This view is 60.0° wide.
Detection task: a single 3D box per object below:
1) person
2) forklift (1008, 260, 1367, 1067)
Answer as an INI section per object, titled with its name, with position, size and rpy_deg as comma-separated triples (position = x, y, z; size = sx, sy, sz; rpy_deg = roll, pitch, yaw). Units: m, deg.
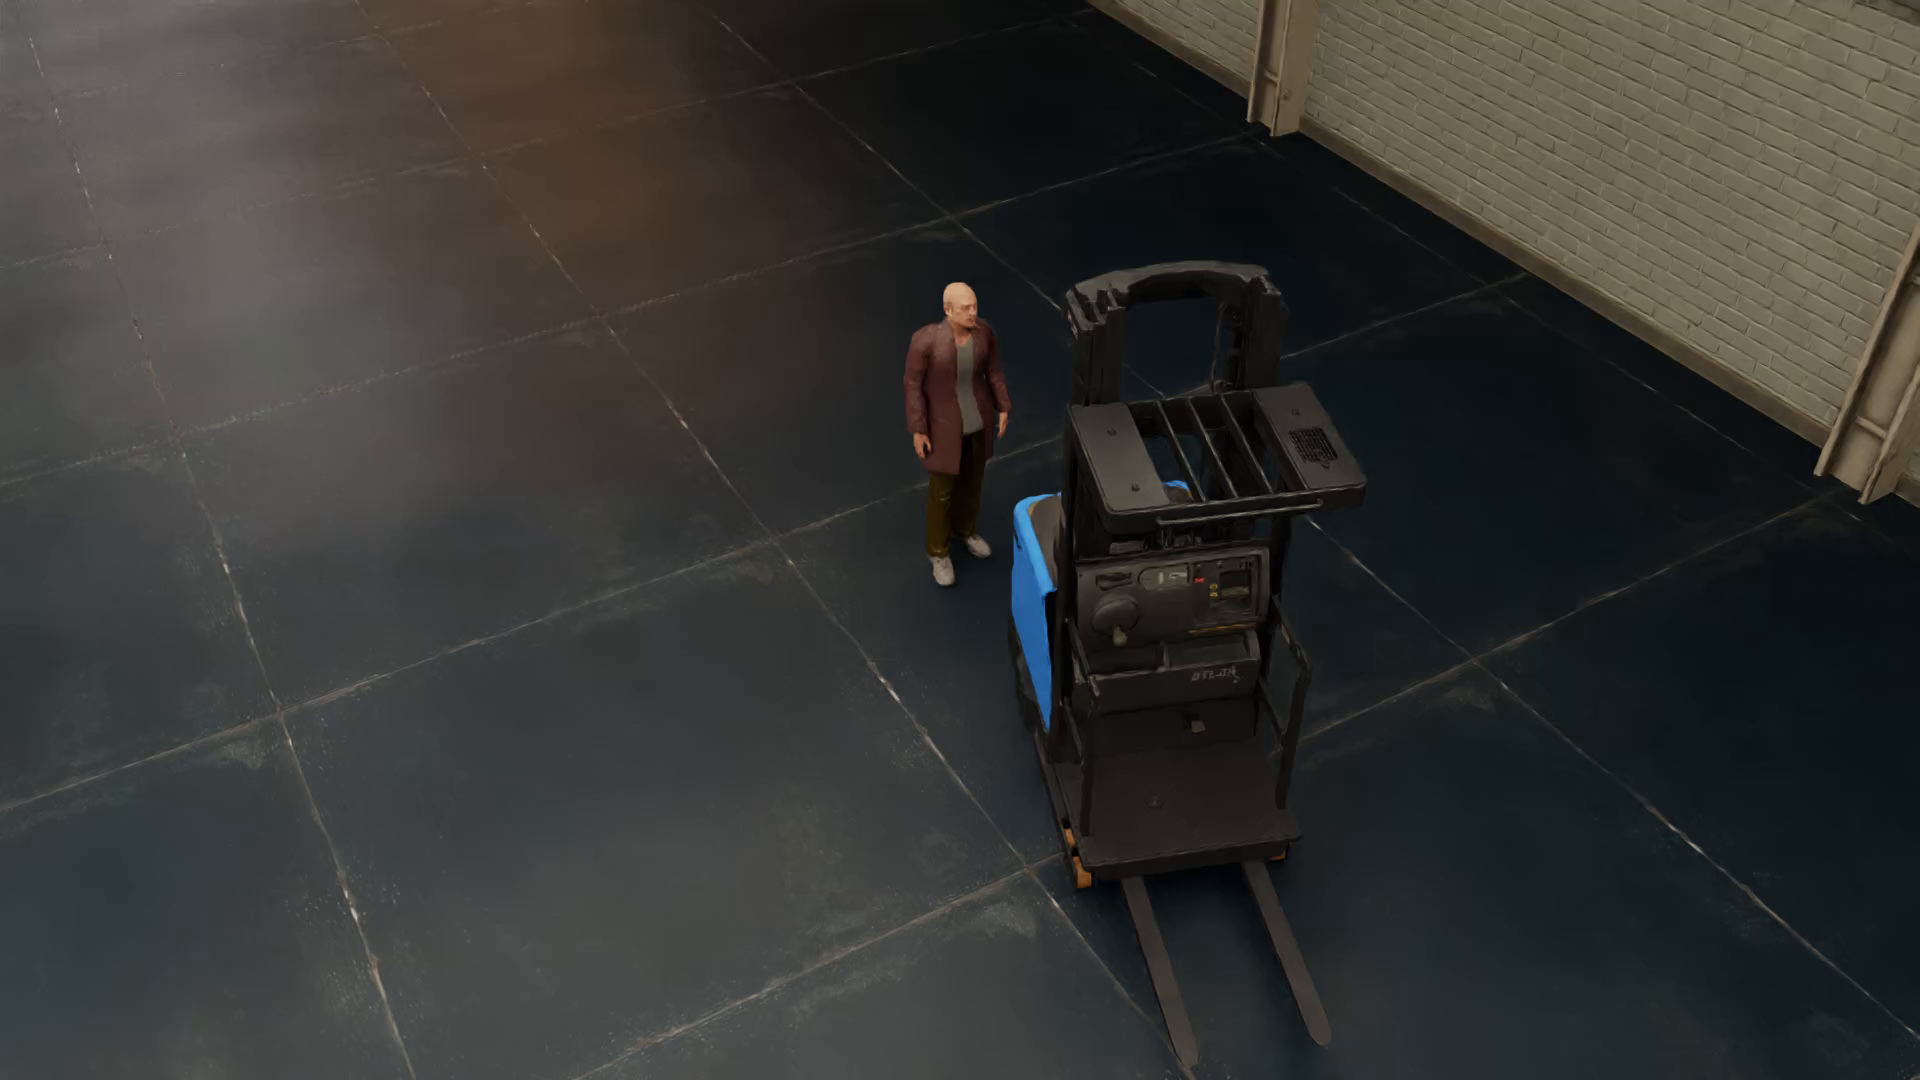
[person]
position = 0.042, -0.638, 9.697
size = 0.694, 1.776, 0.580
rpy_deg = -20, 44, -23
[forklift]
position = 1.040, 0.342, 7.624
size = 1.130, 2.935, 3.031
rpy_deg = -7, 40, -8
